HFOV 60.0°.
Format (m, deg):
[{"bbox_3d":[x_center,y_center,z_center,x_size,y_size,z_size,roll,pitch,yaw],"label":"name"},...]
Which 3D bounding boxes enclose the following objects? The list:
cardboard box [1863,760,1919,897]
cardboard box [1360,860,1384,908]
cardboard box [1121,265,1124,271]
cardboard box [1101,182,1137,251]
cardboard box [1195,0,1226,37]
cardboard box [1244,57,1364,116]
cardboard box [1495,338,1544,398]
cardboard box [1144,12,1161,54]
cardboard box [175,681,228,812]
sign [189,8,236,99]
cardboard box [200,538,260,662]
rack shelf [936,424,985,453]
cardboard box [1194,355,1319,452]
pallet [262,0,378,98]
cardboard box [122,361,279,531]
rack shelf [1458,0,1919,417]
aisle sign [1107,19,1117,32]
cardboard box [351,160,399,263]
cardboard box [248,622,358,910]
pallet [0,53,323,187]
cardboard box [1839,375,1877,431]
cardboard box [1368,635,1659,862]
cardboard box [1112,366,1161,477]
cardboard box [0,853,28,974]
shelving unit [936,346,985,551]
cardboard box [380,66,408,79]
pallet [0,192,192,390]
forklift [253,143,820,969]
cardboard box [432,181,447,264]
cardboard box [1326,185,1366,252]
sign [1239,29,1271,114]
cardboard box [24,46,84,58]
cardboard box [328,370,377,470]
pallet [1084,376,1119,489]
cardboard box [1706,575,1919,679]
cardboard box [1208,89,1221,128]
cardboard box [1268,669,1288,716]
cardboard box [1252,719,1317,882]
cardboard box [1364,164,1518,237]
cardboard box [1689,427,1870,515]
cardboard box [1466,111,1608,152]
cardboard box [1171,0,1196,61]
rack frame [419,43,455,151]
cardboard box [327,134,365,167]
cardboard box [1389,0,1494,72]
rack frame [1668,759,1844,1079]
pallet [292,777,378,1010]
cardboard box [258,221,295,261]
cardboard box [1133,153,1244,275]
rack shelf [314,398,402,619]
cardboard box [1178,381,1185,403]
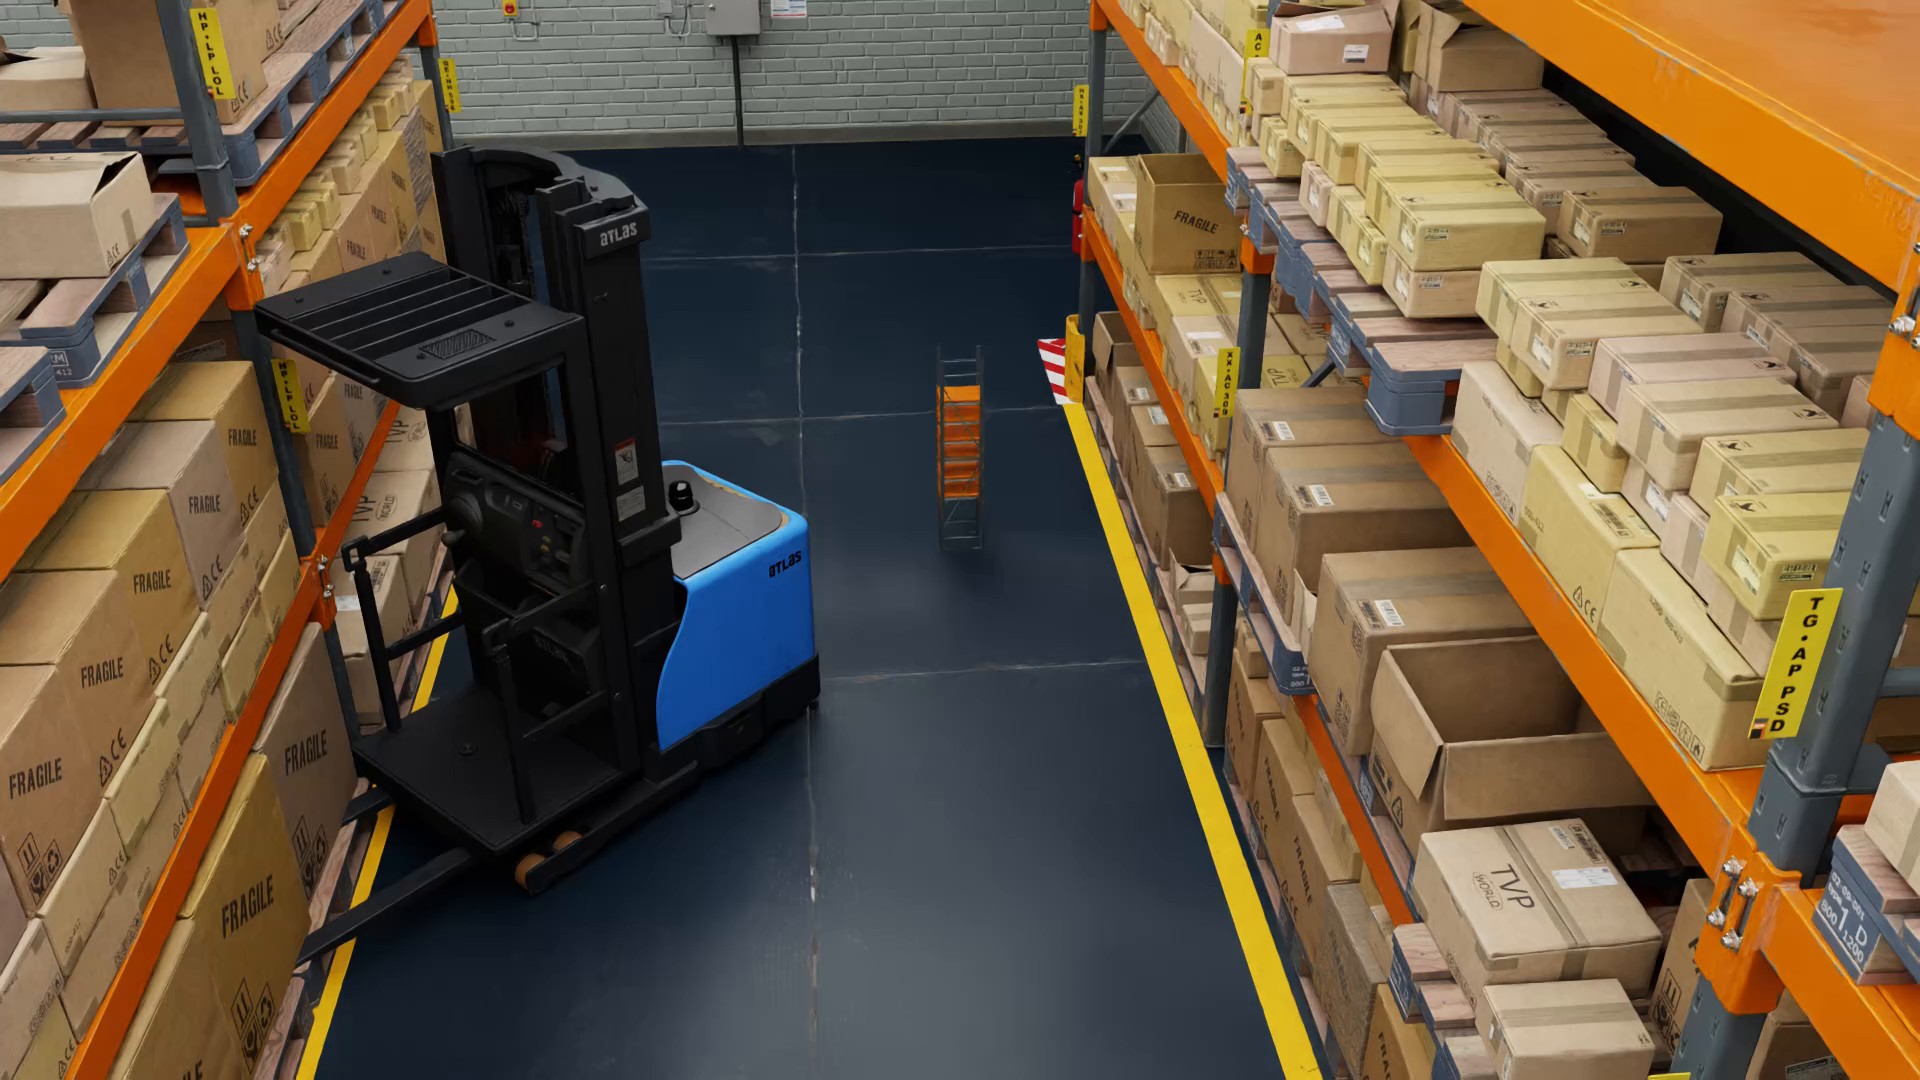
[{"bbox_3d":[1.786,0.494,2.793,0.380,0.166,0.250,-3,31,-5],"label":"cardboard box"},{"bbox_3d":[1.690,1.280,6.077,0.380,0.149,0.250,-3,31,-4],"label":"cardboard box"},{"bbox_3d":[1.158,-1.691,9.901,0.380,0.149,0.250,-2,31,-3],"label":"cardboard box"},{"bbox_3d":[1.130,-1.933,9.918,0.500,0.250,0.500,-2,31,-4],"label":"cardboard box"},{"bbox_3d":[1.339,-2.400,7.287,0.500,0.250,0.500,-3,31,-5],"label":"cardboard box"},{"bbox_3d":[1.274,-1.687,6.172,0.380,0.149,0.250,-2,31,-3],"label":"cardboard box"},{"bbox_3d":[1.689,-0.510,4.511,0.380,0.149,0.250,-2,31,-3],"label":"cardboard box"},{"bbox_3d":[1.153,-2.591,8.482,0.380,0.149,0.250,-3,31,-4],"label":"cardboard box"},{"bbox_3d":[-2.892,0.710,5.783,0.500,0.250,0.500,-4,31,-6],"label":"cardboard box"},{"bbox_3d":[-2.720,-1.766,6.045,0.100,0.325,0.005,-3,31,-5],"label":"sign"},{"bbox_3d":[-2.922,0.228,6.102,0.500,0.250,0.500,-2,31,-3],"label":"cardboard box"},{"bbox_3d":[0.001,-0.573,9.391,0.258,0.103,0.180,-3,31,-5],"label":"rack shelf"},{"bbox_3d":[1.392,-0.642,7.755,0.500,0.250,0.500,-2,31,-3],"label":"cardboard box"},{"bbox_3d":[-3.436,-2.380,7.970,1.003,0.211,1.213,-3,31,-5],"label":"pallet"},{"bbox_3d":[-2.968,-0.346,6.332,0.500,0.500,0.500,-2,31,-3],"label":"cardboard box"},{"bbox_3d":[1.869,-1.404,4.416,1.077,0.370,4.000,-3,31,-5],"label":"rack shelf"},{"bbox_3d":[1.010,-3.509,10.164,0.394,0.787,0.004,-3,31,-5],"label":"aisle sign"},{"bbox_3d":[-3.185,-1.595,8.422,0.500,0.500,0.500,-3,31,-5],"label":"cardboard box"},{"bbox_3d":[-3.122,0.954,6.889,0.875,0.875,0.875,-2,31,-3],"label":"cardboard box"},{"bbox_3d":[-3.325,-1.758,6.930,1.003,0.211,1.213,-3,31,-5],"label":"pallet"},{"bbox_3d":[2.278,-0.268,3.815,0.380,0.149,0.250,-3,31,-5],"label":"cardboard box"},{"bbox_3d":[1.719,0.663,5.204,0.797,0.503,0.637,-3,31,-6],"label":"cardboard box"},{"bbox_3d":[1.313,-0.724,10.065,0.700,0.500,0.500,-2,31,-3],"label":"cardboard box"},{"bbox_3d":[-2.744,0.964,4.139,0.500,0.500,0.500,-3,31,-4],"label":"cardboard box"},{"bbox_3d":[0.001,-0.508,9.430,0.258,1.200,0.189,-3,31,-5],"label":"shelving unit"},{"bbox_3d":[-3.352,-2.581,9.441,0.380,0.149,0.250,-2,31,-4],"label":"cardboard box"},{"bbox_3d":[-3.124,-0.830,5.476,0.805,0.209,1.217,-4,31,-7],"label":"pallet"},{"bbox_3d":[-2.036,-0.026,6.935,1.130,2.935,3.031,23,38,34],"label":"forklift"},{"bbox_3d":[-3.324,-1.942,9.978,0.500,0.500,0.500,-3,31,-4],"label":"cardboard box"},{"bbox_3d":[1.412,-1.040,5.379,0.380,0.149,0.250,-3,31,-5],"label":"cardboard box"},{"bbox_3d":[1.143,-1.810,6.425,0.100,0.325,0.005,-3,31,-5],"label":"sign"},{"bbox_3d":[-3.662,-1.939,6.884,0.380,0.149,0.250,-2,31,-3],"label":"cardboard box"},{"bbox_3d":[-3.085,-0.642,7.803,0.500,0.500,0.500,-3,31,-4],"label":"cardboard box"},{"bbox_3d":[1.391,-0.729,10.765,1.003,0.211,1.213,-3,31,-5],"label":"pallet"},{"bbox_3d":[1.783,0.148,3.409,0.380,0.149,0.250,-2,31,-4],"label":"cardboard box"},{"bbox_3d":[1.318,-1.942,7.396,0.380,0.149,0.250,-2,31,-3],"label":"cardboard box"},{"bbox_3d":[1.554,0.618,7.186,0.380,0.149,0.250,-4,31,-6],"label":"cardboard box"},{"bbox_3d":[1.563,1.092,7.025,0.500,0.500,0.500,-3,31,-5],"label":"cardboard box"},{"bbox_3d":[1.462,-1.033,5.076,0.380,0.149,0.250,-3,31,-4],"label":"cardboard box"},{"bbox_3d":[1.810,-0.111,3.552,0.380,0.149,0.250,-4,31,-6],"label":"cardboard box"},{"bbox_3d":[1.920,-1.322,5.561,0.380,0.149,0.250,-2,31,-3],"label":"cardboard box"},{"bbox_3d":[1.293,-2.442,7.845,0.500,0.250,0.500,-2,31,-4],"label":"cardboard box"},{"bbox_3d":[-3.633,-2.132,10.395,1.000,3.000,0.127,-3,31,-5],"label":"rack frame"},{"bbox_3d":[-3.220,-1.926,8.344,0.380,0.149,0.250,-2,31,-3],"label":"cardboard box"},{"bbox_3d":[1.779,-1.886,6.100,0.396,0.266,0.258,-3,31,-5],"label":"cardboard box"},{"bbox_3d":[2.056,1.712,3.958,1.000,3.000,0.127,-3,31,-5],"label":"rack frame"},{"bbox_3d":[-3.112,1.497,7.037,1.003,0.211,1.213,-3,31,-5],"label":"pallet"},{"bbox_3d":[-3.136,-1.273,7.251,0.380,0.149,0.250,-3,31,-5],"label":"cardboard box"},{"bbox_3d":[1.223,-1.747,8.875,0.500,0.500,0.500,-2,31,-3],"label":"cardboard box"},{"bbox_3d":[-3.446,-0.802,8.870,1.077,0.370,4.000,-3,31,-5],"label":"rack shelf"},{"bbox_3d":[1.309,-0.771,8.361,0.380,0.149,0.250,-2,31,-3],"label":"cardboard box"}]
